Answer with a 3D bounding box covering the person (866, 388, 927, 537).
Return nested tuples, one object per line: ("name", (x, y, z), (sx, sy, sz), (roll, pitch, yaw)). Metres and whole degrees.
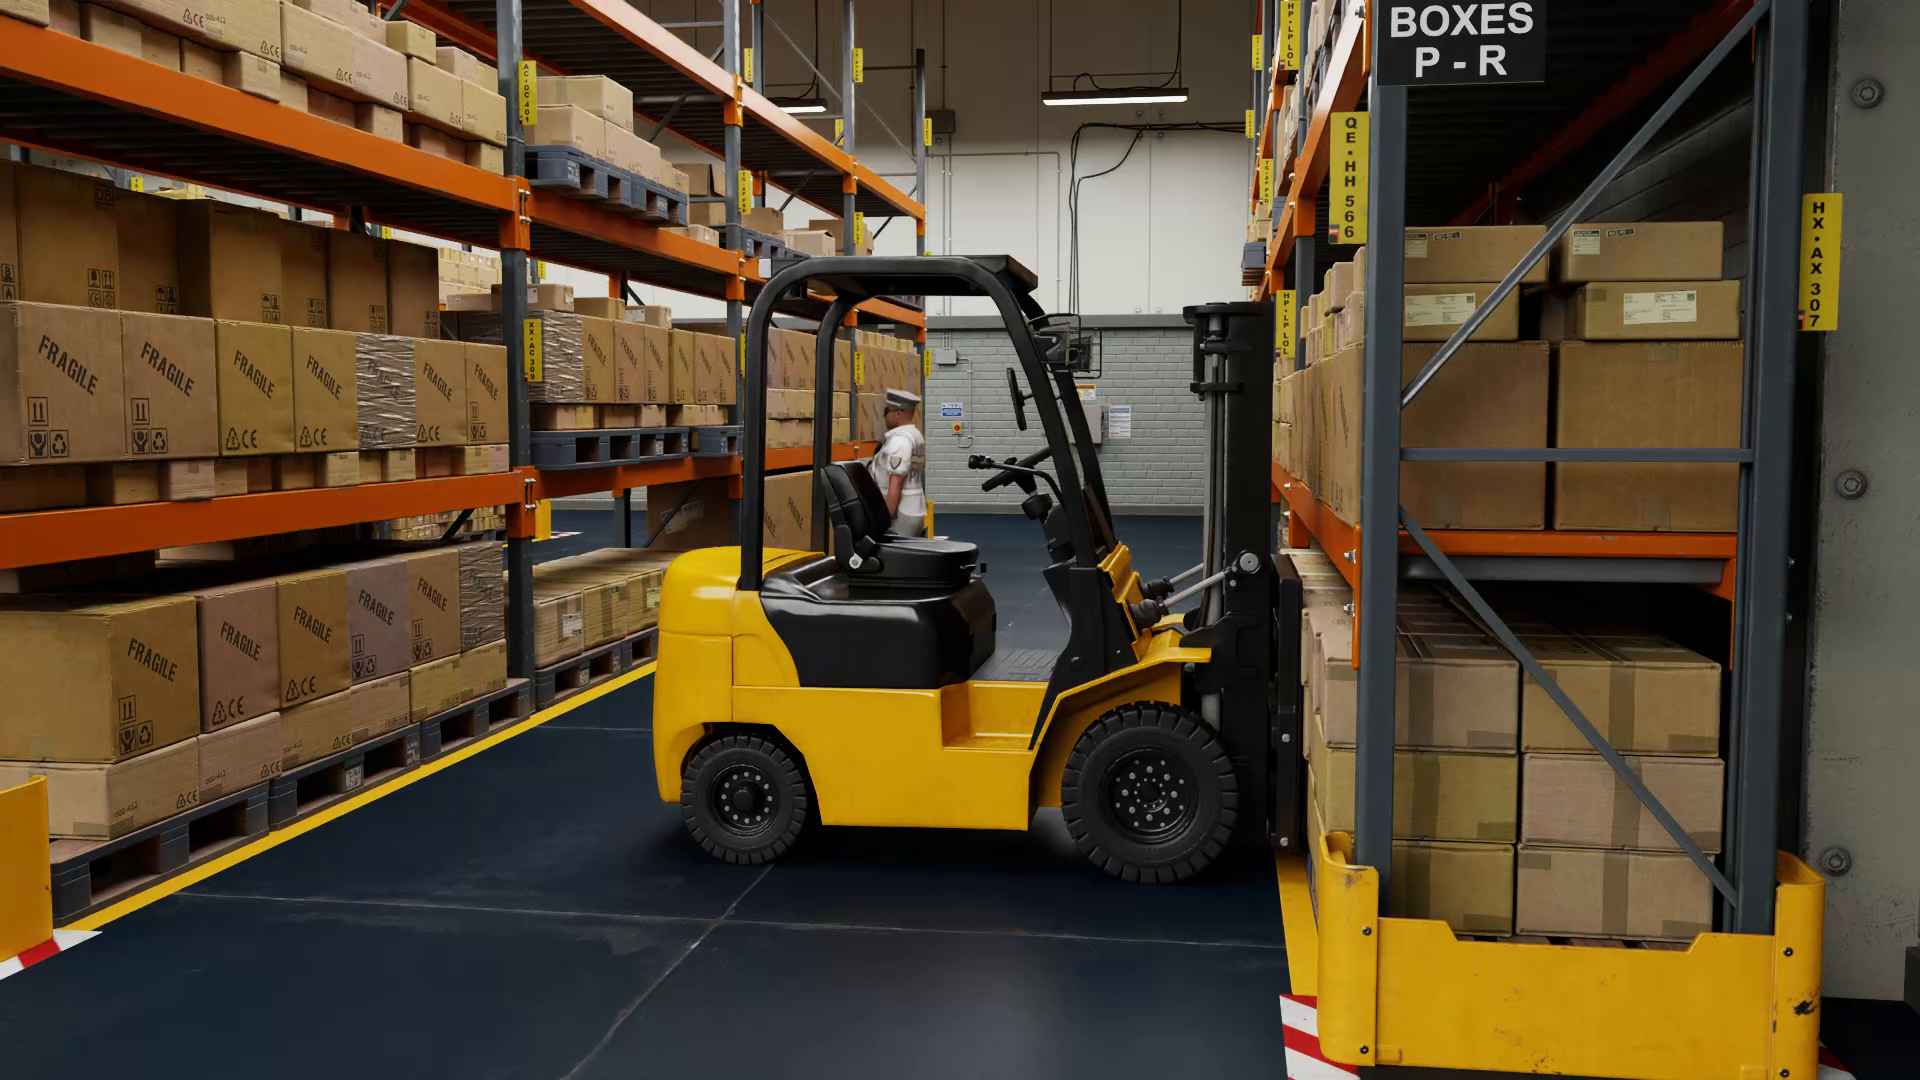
("person", (-0.437, -0.125, 11.156), (0.418, 1.777, 0.536), (1, 4, 9))
